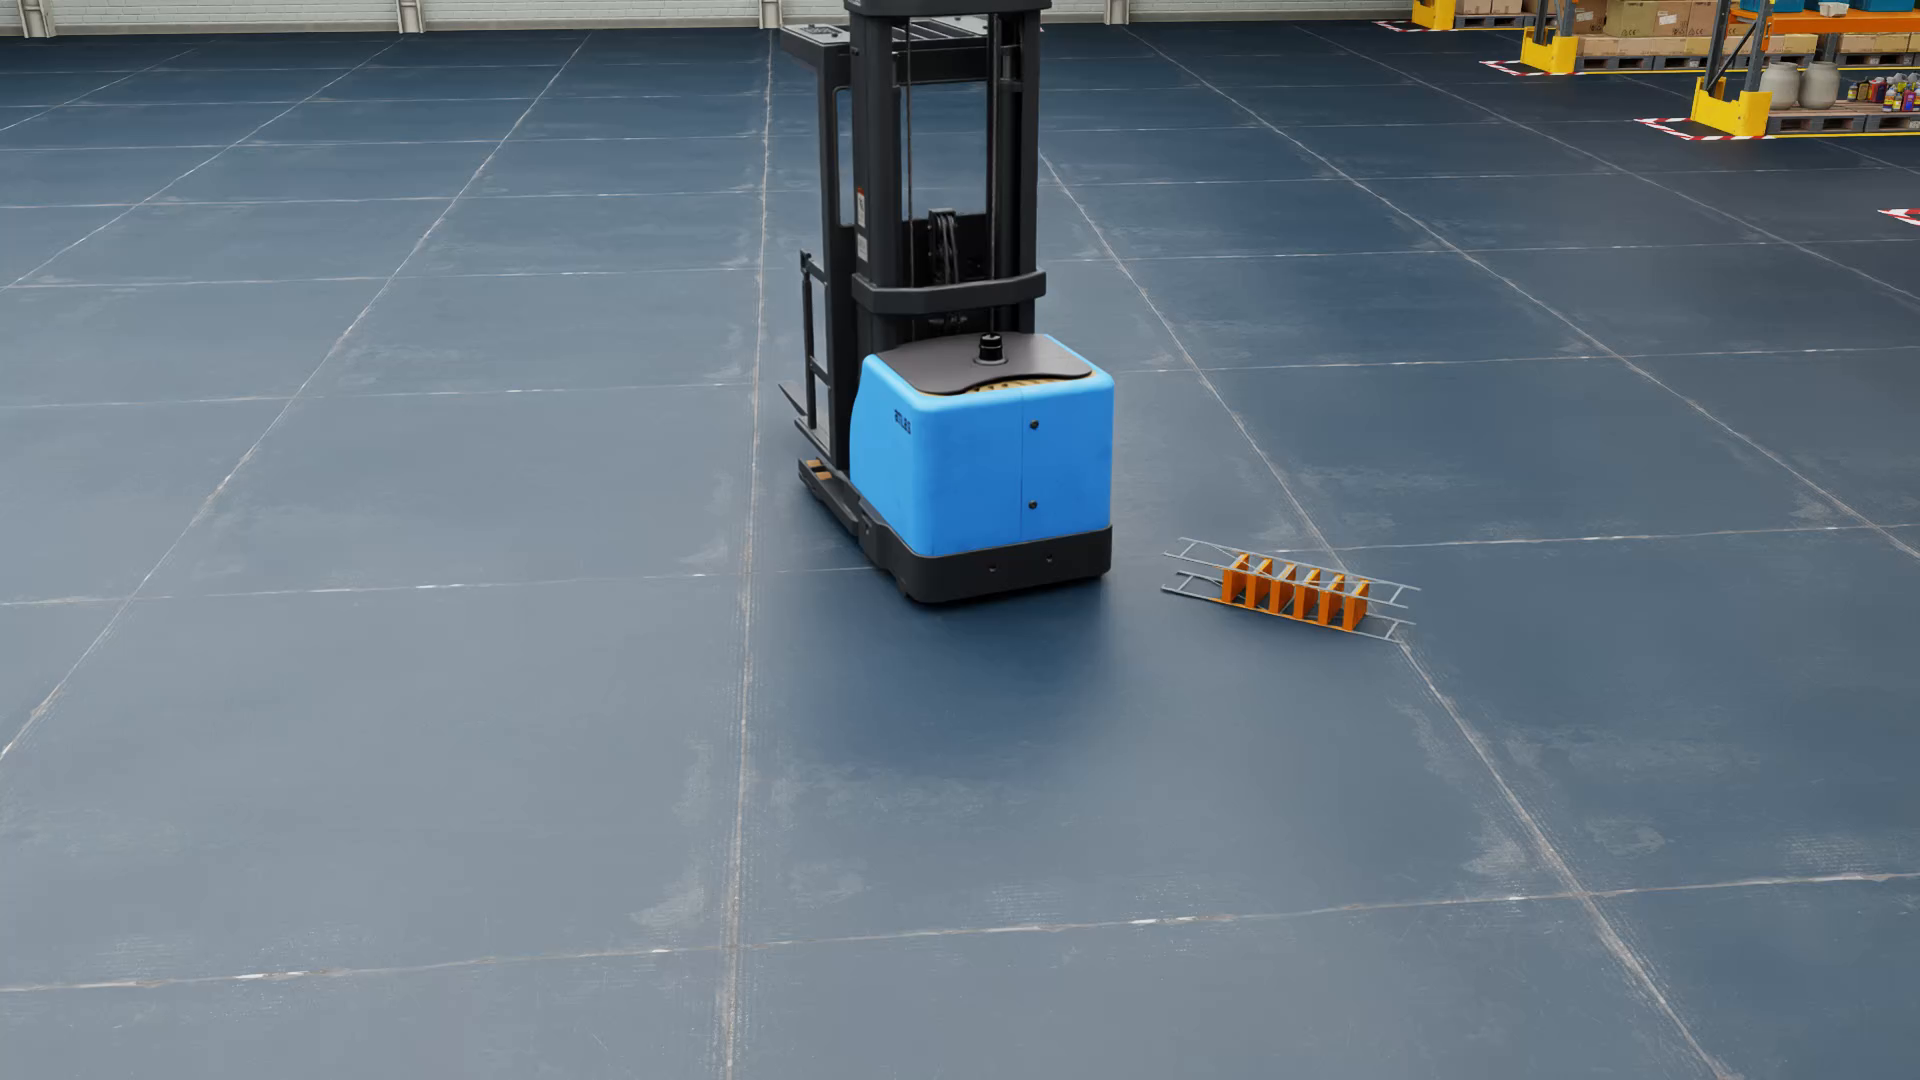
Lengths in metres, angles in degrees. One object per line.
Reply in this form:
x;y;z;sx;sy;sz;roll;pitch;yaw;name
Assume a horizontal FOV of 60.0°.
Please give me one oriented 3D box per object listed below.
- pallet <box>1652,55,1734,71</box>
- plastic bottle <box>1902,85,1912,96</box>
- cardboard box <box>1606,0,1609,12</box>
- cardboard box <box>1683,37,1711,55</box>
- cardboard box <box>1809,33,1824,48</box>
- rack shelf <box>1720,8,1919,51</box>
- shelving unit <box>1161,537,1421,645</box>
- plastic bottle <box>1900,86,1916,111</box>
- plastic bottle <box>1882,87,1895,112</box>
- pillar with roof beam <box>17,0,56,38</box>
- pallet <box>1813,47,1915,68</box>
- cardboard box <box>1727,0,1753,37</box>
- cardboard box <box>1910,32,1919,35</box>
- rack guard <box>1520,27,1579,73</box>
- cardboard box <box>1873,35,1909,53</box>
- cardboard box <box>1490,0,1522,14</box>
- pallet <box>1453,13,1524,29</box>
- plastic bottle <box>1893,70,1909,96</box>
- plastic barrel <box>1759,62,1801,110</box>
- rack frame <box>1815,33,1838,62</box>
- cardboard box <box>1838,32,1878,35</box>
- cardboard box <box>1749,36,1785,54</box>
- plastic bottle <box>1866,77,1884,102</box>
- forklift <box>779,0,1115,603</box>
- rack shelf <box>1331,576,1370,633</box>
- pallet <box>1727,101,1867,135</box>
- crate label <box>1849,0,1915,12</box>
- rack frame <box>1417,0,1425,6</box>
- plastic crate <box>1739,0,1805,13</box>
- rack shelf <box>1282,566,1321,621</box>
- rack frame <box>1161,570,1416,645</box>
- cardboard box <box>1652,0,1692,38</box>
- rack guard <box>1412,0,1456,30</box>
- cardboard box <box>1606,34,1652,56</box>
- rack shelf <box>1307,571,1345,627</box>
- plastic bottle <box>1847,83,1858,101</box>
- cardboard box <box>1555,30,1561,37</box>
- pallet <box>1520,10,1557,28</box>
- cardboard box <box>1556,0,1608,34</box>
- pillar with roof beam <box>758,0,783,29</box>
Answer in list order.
10.549;-7.091;24.444;1.213;0.211;1.003;-2;24;-5;pallet
11.460;-5.407;20.125;0.097;0.201;0.097;0;24;0;plastic bottle
11.042;-9.433;28.816;0.500;0.500;0.500;-4;24;-9;cardboard box
10.629;-7.197;24.116;0.500;0.250;0.500;-2;24;-5;cardboard box
12.945;-7.499;24.797;0.500;0.250;0.500;-3;24;-6;cardboard box
11.054;-6.019;19.485;4.000;0.370;1.077;-2;24;-5;rack shelf
1.572;0.234;7.983;1.200;0.189;0.258;13;27;26;shelving unit
11.126;-5.176;19.505;0.133;0.283;0.061;-2;24;-4;plastic bottle
10.898;-5.169;19.503;0.097;0.271;0.097;0;24;0;plastic bottle
-14.759;-10.693;21.729;0.400;9.000;9.100;-2;24;-5;pillar with roof beam
13.290;-7.201;24.691;1.213;0.211;1.003;-2;24;-5;pallet
11.125;-7.565;24.021;0.500;0.500;0.500;-2;24;-5;cardboard box
14.010;-7.577;24.281;0.500;0.311;0.500;-3;24;-7;cardboard box
8.557;-7.127;24.170;0.348;0.500;1.175;-2;24;-5;rack guard
13.496;-7.301;24.352;0.500;0.250;0.500;-2;24;-4;cardboard box
9.355;-9.259;28.657;0.500;0.311;0.500;0;24;-1;cardboard box
8.977;-9.019;28.782;1.213;0.211;1.003;-2;24;-5;pallet
11.404;-5.522;20.200;0.185;0.351;0.144;-1;24;-3;plastic bottle
9.711;-5.380;19.708;0.421;0.512;0.421;0;24;0;plastic barrel
12.561;-8.430;24.023;0.127;3.000;1.000;-2;24;-5;rack frame
12.997;-7.538;24.193;0.500;0.311;0.500;-2;24;-5;cardboard box
11.623;-7.243;24.220;0.500;0.250;0.500;-2;24;-5;cardboard box
11.102;-5.474;20.184;0.135;0.276;0.152;-2;24;-5;plastic bottle
-0.265;-1.610;8.764;1.130;2.935;3.031;-9;26;-20;forklift
1.848;0.298;7.844;0.103;0.180;0.258;13;27;26;rack shelf
9.944;-5.046;19.843;1.213;0.211;1.003;-2;24;-5;pallet
10.869;-6.467;19.563;0.616;0.435;0.502;-2;24;-5;crate label
8.090;-10.273;28.168;0.127;3.000;1.000;-2;24;-5;rack frame
9.532;-6.341;19.506;0.616;0.251;0.499;-2;24;-5;plastic crate
1.638;0.249;7.949;0.103;0.180;0.258;13;27;26;rack shelf
1.571;0.317;8.020;1.200;0.006;0.240;13;27;26;rack frame
10.130;-7.526;23.934;0.500;0.500;0.500;-2;24;-5;cardboard box
8.165;-9.133;28.683;0.348;0.500;1.175;-2;24;-5;rack guard
9.633;-7.159;24.031;0.500;0.250;0.500;-2;24;-5;cardboard box
1.743;0.273;7.896;0.103;0.180;0.258;13;27;26;rack shelf
10.848;-5.441;20.202;0.097;0.201;0.097;0;24;0;plastic bottle
9.085;-7.347;24.454;0.500;0.250;0.500;-2;24;-5;cardboard box
10.189;-9.067;28.889;1.213;0.211;1.003;-2;24;-5;pallet
9.085;-7.690;24.304;0.500;0.500;0.500;-2;24;-5;cardboard box
-2.817;-11.172;22.807;0.400;9.000;9.100;-2;24;-5;pillar with roof beam
